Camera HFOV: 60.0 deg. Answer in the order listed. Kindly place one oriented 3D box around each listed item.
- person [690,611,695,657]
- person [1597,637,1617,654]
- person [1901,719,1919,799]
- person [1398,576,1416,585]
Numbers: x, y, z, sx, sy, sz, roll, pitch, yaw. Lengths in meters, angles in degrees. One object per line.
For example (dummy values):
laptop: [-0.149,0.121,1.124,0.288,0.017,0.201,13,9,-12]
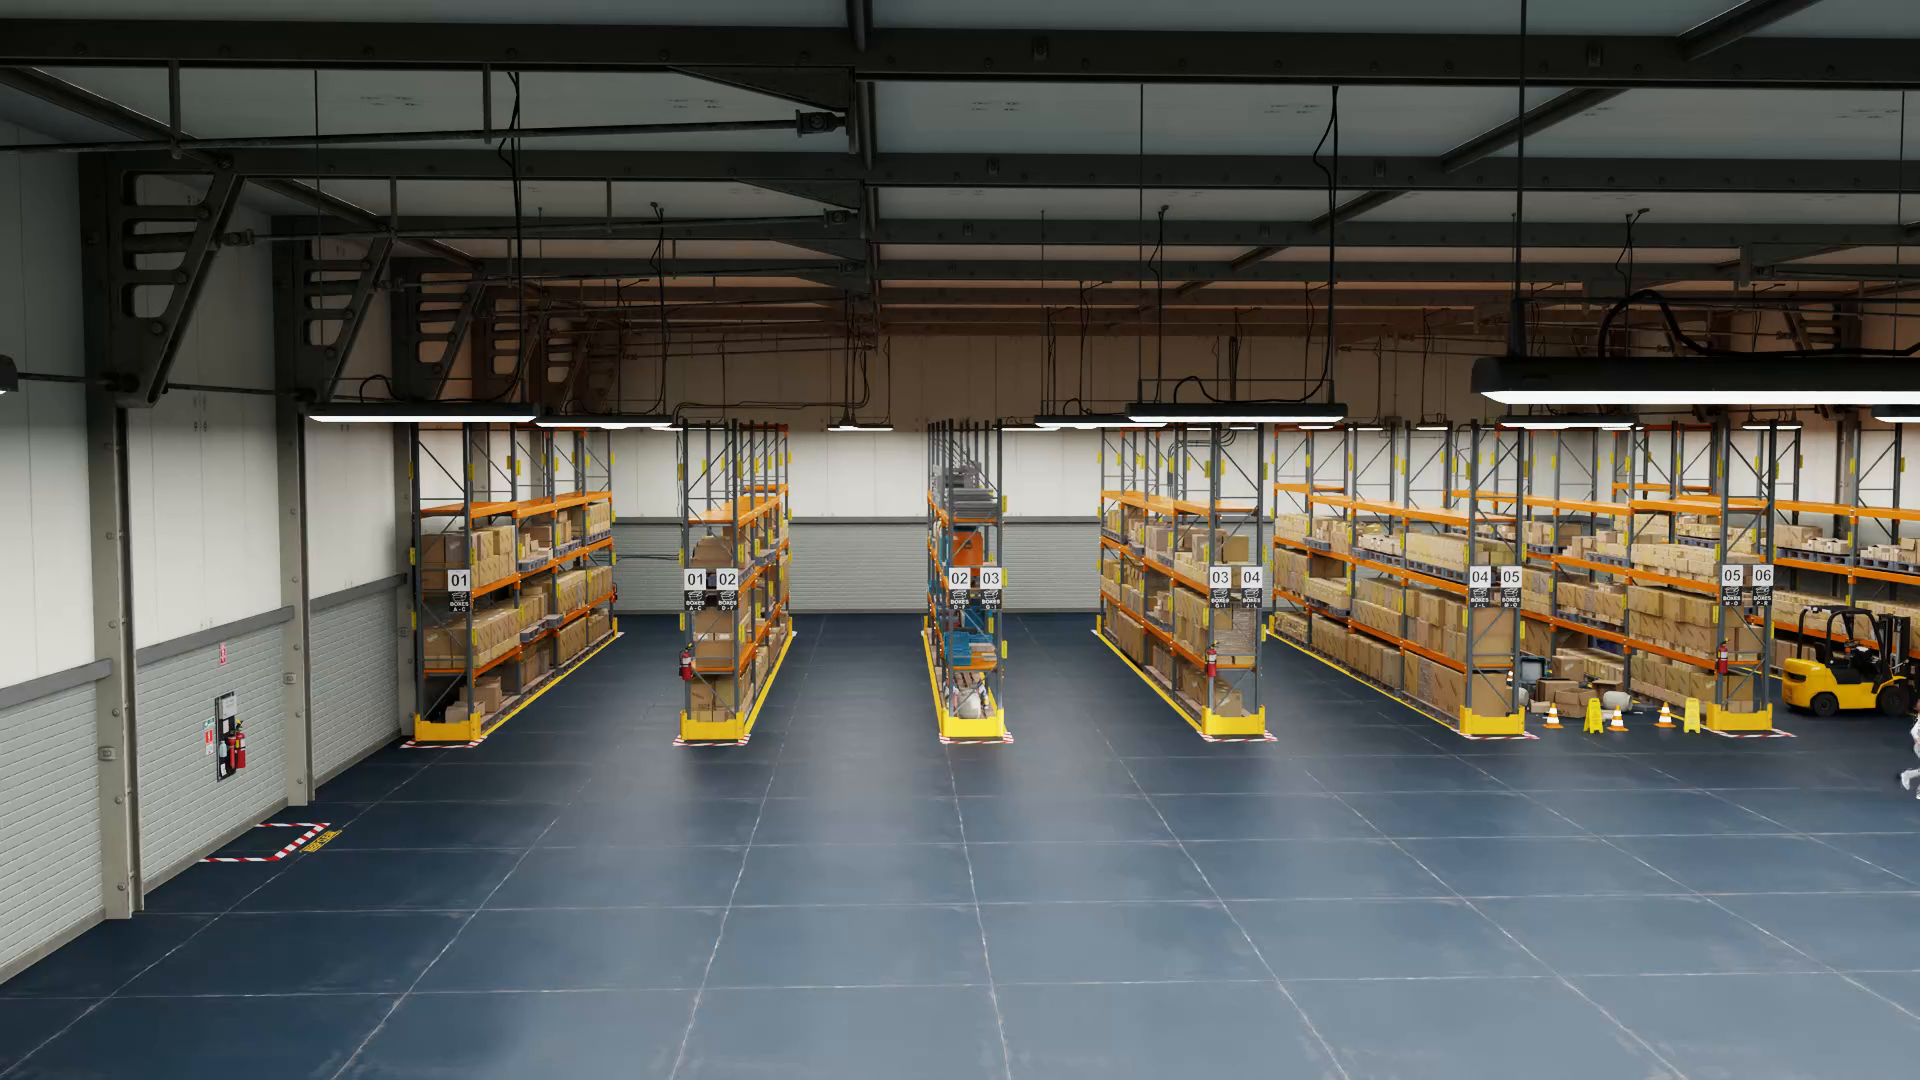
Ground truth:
person: [-6.639,2.150,42.271,0.686,1.825,0.875,0,4,-2]
person: [16.286,2.235,41.792,0.583,1.689,0.680,0,4,-4]
person: [15.044,3.291,25.989,0.555,1.561,0.535,-3,5,-41]
person: [13.109,1.679,49.116,0.955,1.771,0.660,-1,4,-14]
